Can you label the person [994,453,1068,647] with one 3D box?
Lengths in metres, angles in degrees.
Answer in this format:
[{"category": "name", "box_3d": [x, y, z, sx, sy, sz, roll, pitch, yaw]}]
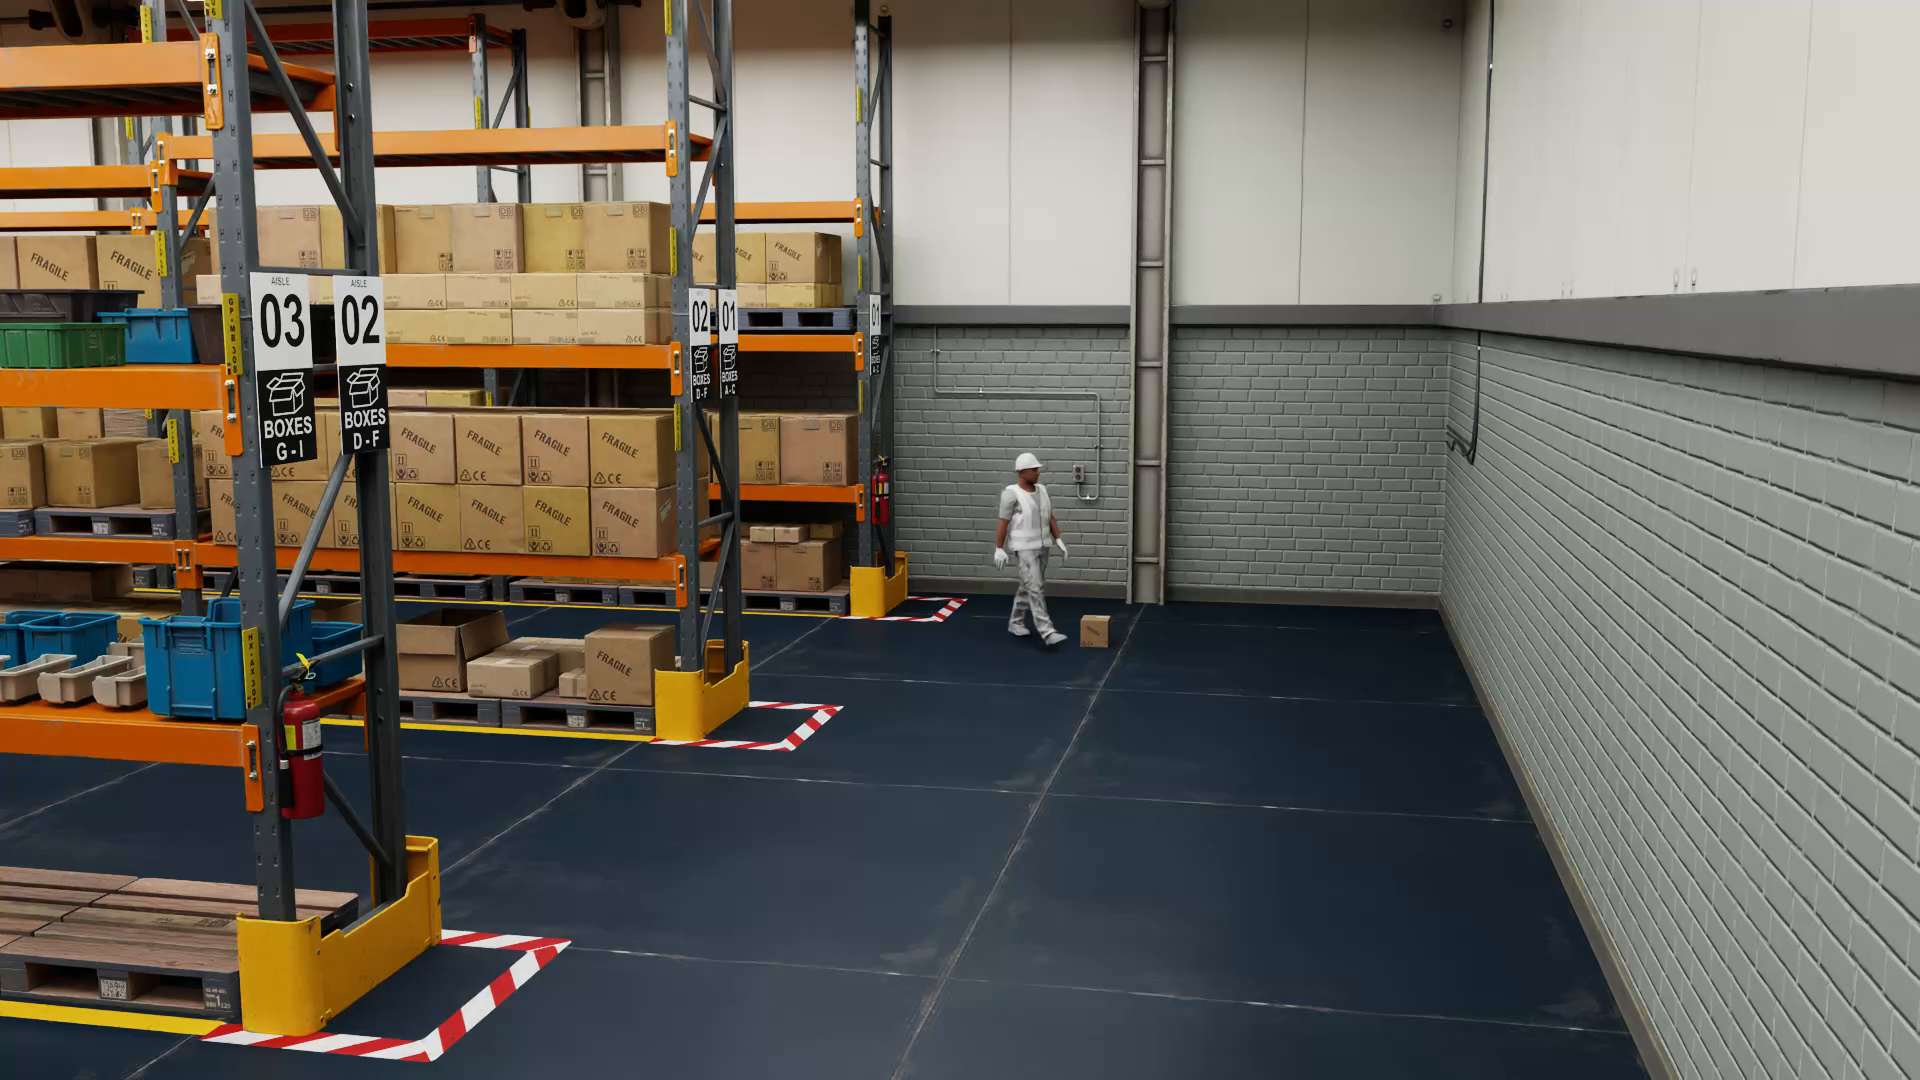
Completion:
[{"category": "person", "box_3d": [0.734, 0.075, 15.217, 0.593, 1.727, 0.995, -8, 11, -44]}]
